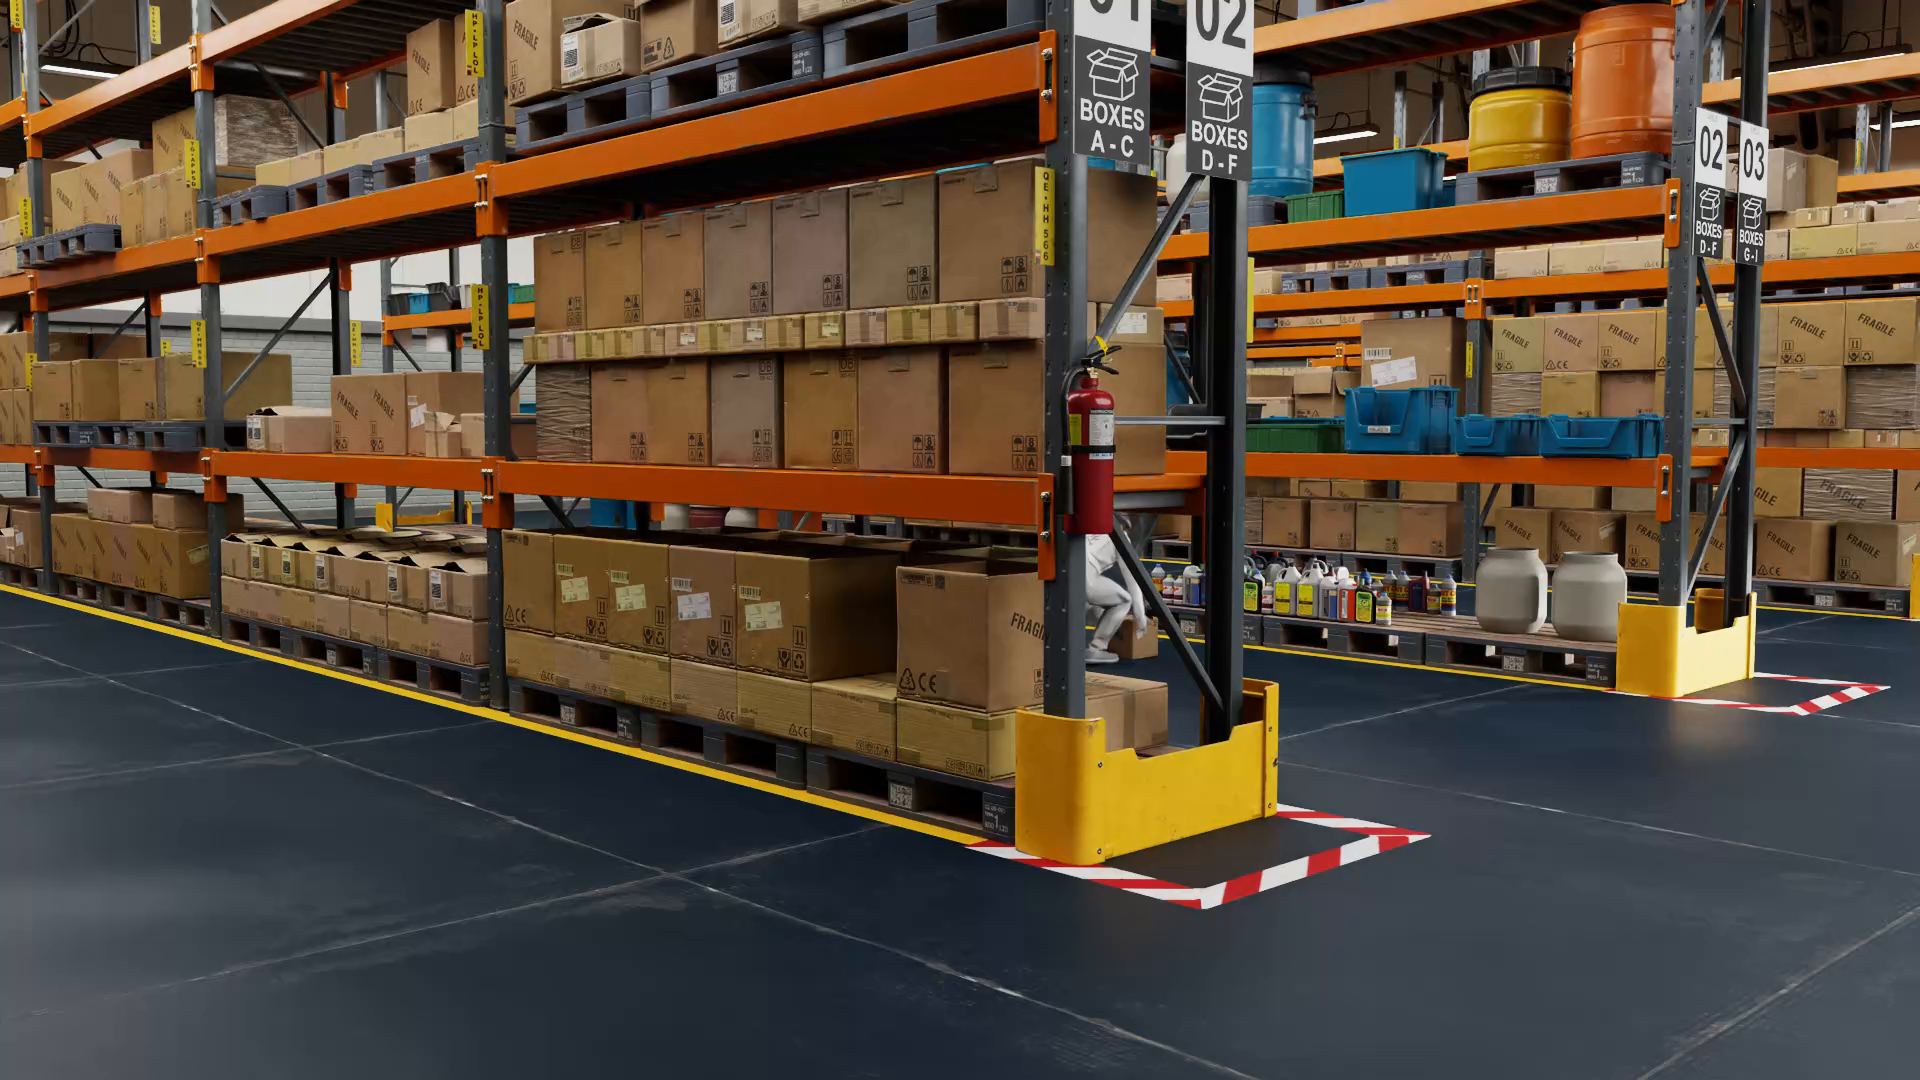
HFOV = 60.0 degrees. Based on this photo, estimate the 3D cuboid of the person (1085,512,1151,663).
[{"bbox_3d":[0.835,0.264,10.510,0.840,1.006,0.493,-4,6,-44],"label":"person"}]
